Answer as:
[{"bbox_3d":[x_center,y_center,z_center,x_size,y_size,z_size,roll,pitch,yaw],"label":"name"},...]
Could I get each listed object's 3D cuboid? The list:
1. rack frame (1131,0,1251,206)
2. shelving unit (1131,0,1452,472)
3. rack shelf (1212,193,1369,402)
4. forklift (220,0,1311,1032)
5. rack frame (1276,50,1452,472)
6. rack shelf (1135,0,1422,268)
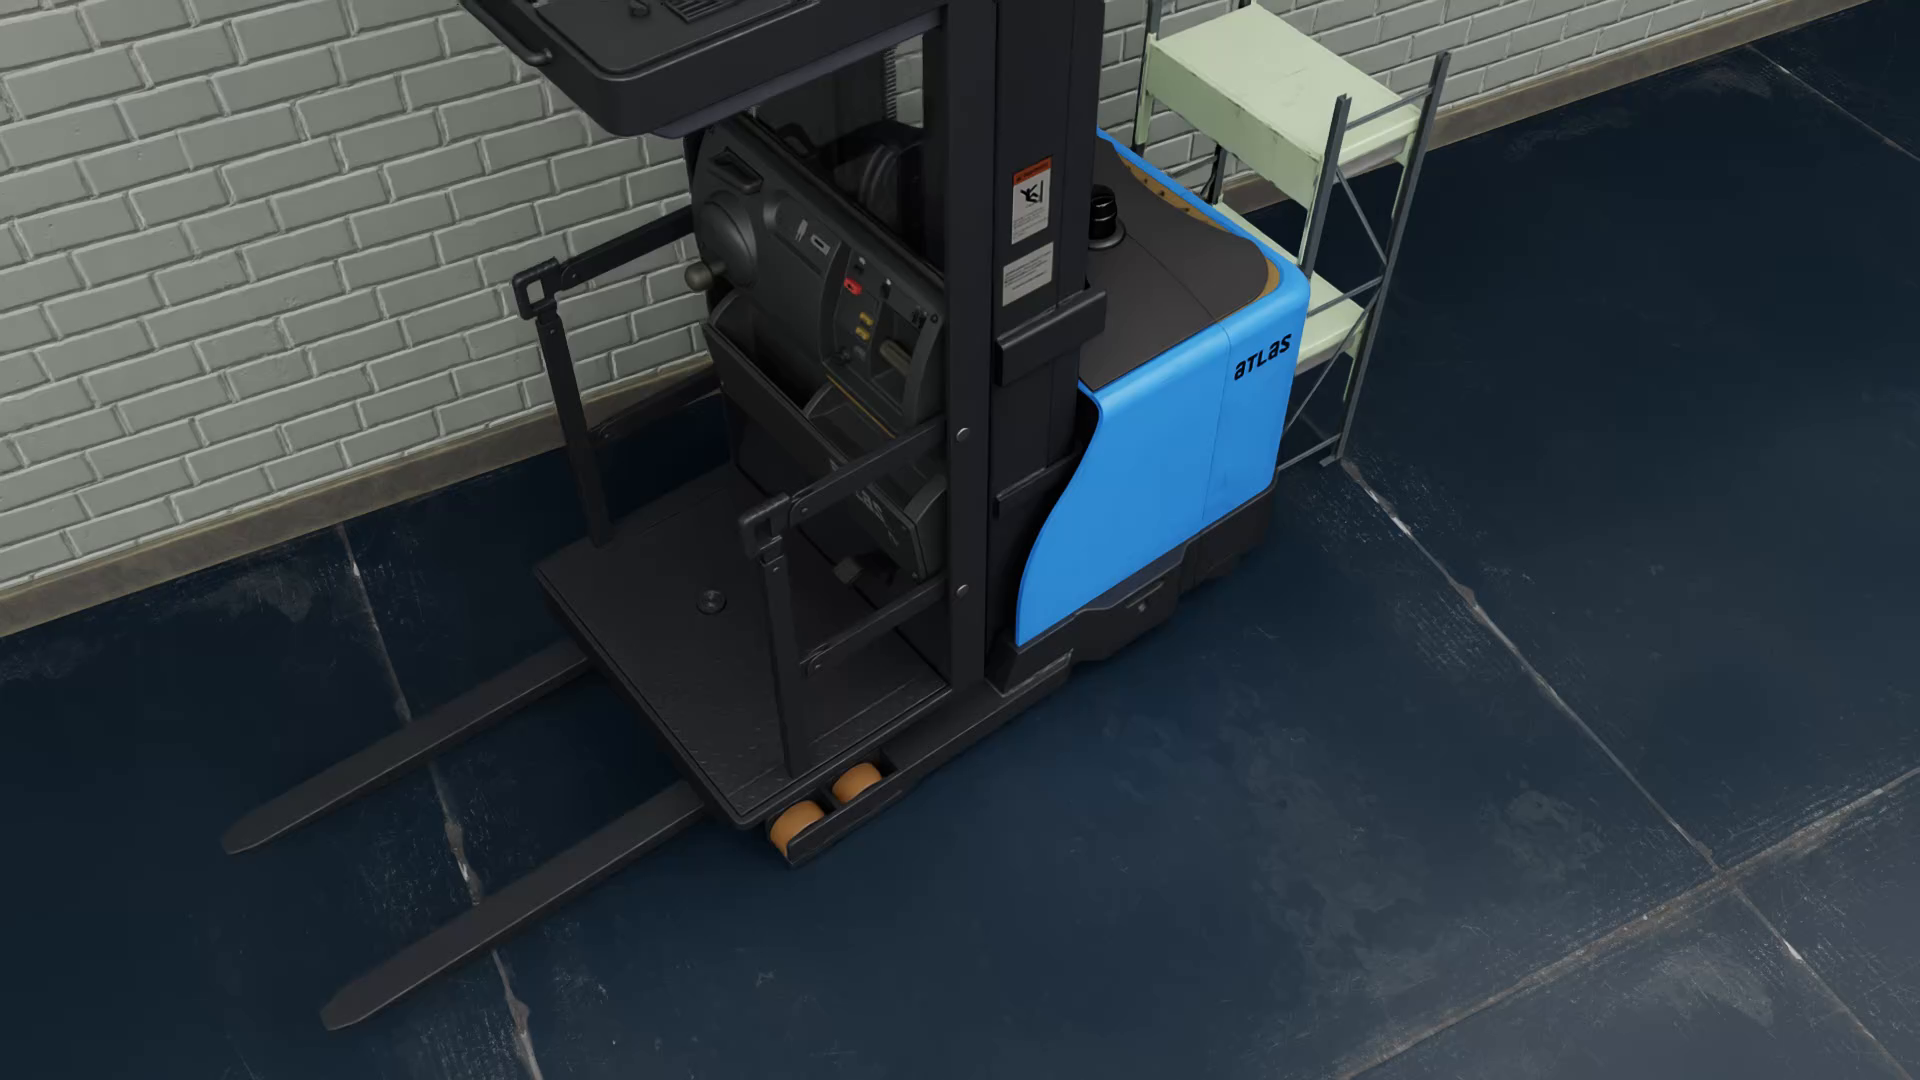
[{"bbox_3d":[0.685,-1.149,5.250,0.400,1.500,0.023,-27,54,-24],"label":"rack frame"},{"bbox_3d":[0.897,-0.925,5.054,0.431,1.500,0.755,-27,54,-24],"label":"shelving unit"},{"bbox_3d":[0.890,-0.706,5.296,0.431,0.370,0.720,-27,54,-24],"label":"rack shelf"},{"bbox_3d":[-0.512,-0.556,3.789,3.031,2.935,1.130,-31,56,-24],"label":"forklift"},{"bbox_3d":[1.110,-0.700,4.858,0.400,1.500,0.023,-27,54,-24],"label":"rack frame"},{"bbox_3d":[0.906,-1.186,4.765,0.431,0.370,0.720,-27,54,-24],"label":"rack shelf"}]
